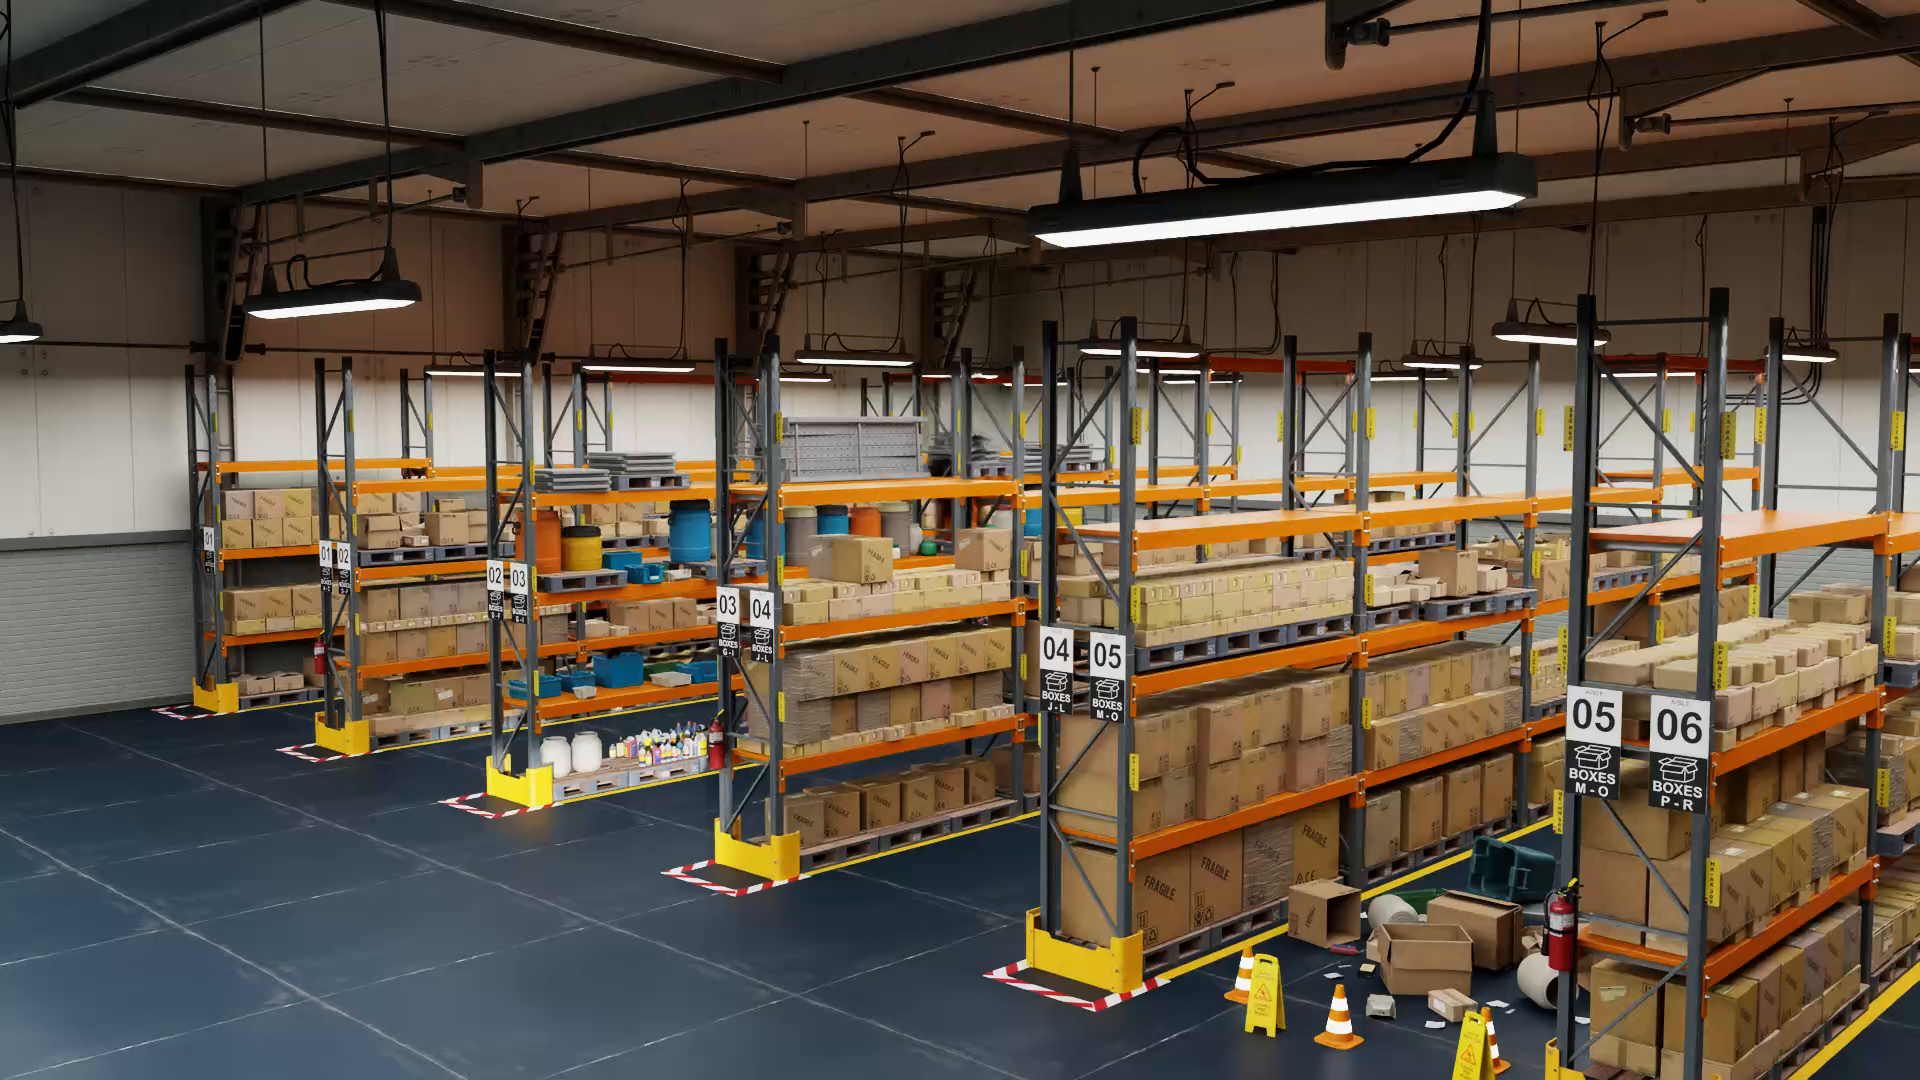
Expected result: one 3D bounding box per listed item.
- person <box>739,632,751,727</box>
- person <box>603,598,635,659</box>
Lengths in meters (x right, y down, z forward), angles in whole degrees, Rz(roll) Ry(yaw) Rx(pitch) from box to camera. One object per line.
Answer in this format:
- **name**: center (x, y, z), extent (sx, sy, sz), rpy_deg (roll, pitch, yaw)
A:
- **person**: center (-3.377, 2.251, 27.614), extent (0.588, 1.668, 0.796), rpy_deg (3, 5, 36)
- **person**: center (-6.325, 1.935, 31.101), extent (0.725, 1.785, 0.985), rpy_deg (3, 6, 38)
